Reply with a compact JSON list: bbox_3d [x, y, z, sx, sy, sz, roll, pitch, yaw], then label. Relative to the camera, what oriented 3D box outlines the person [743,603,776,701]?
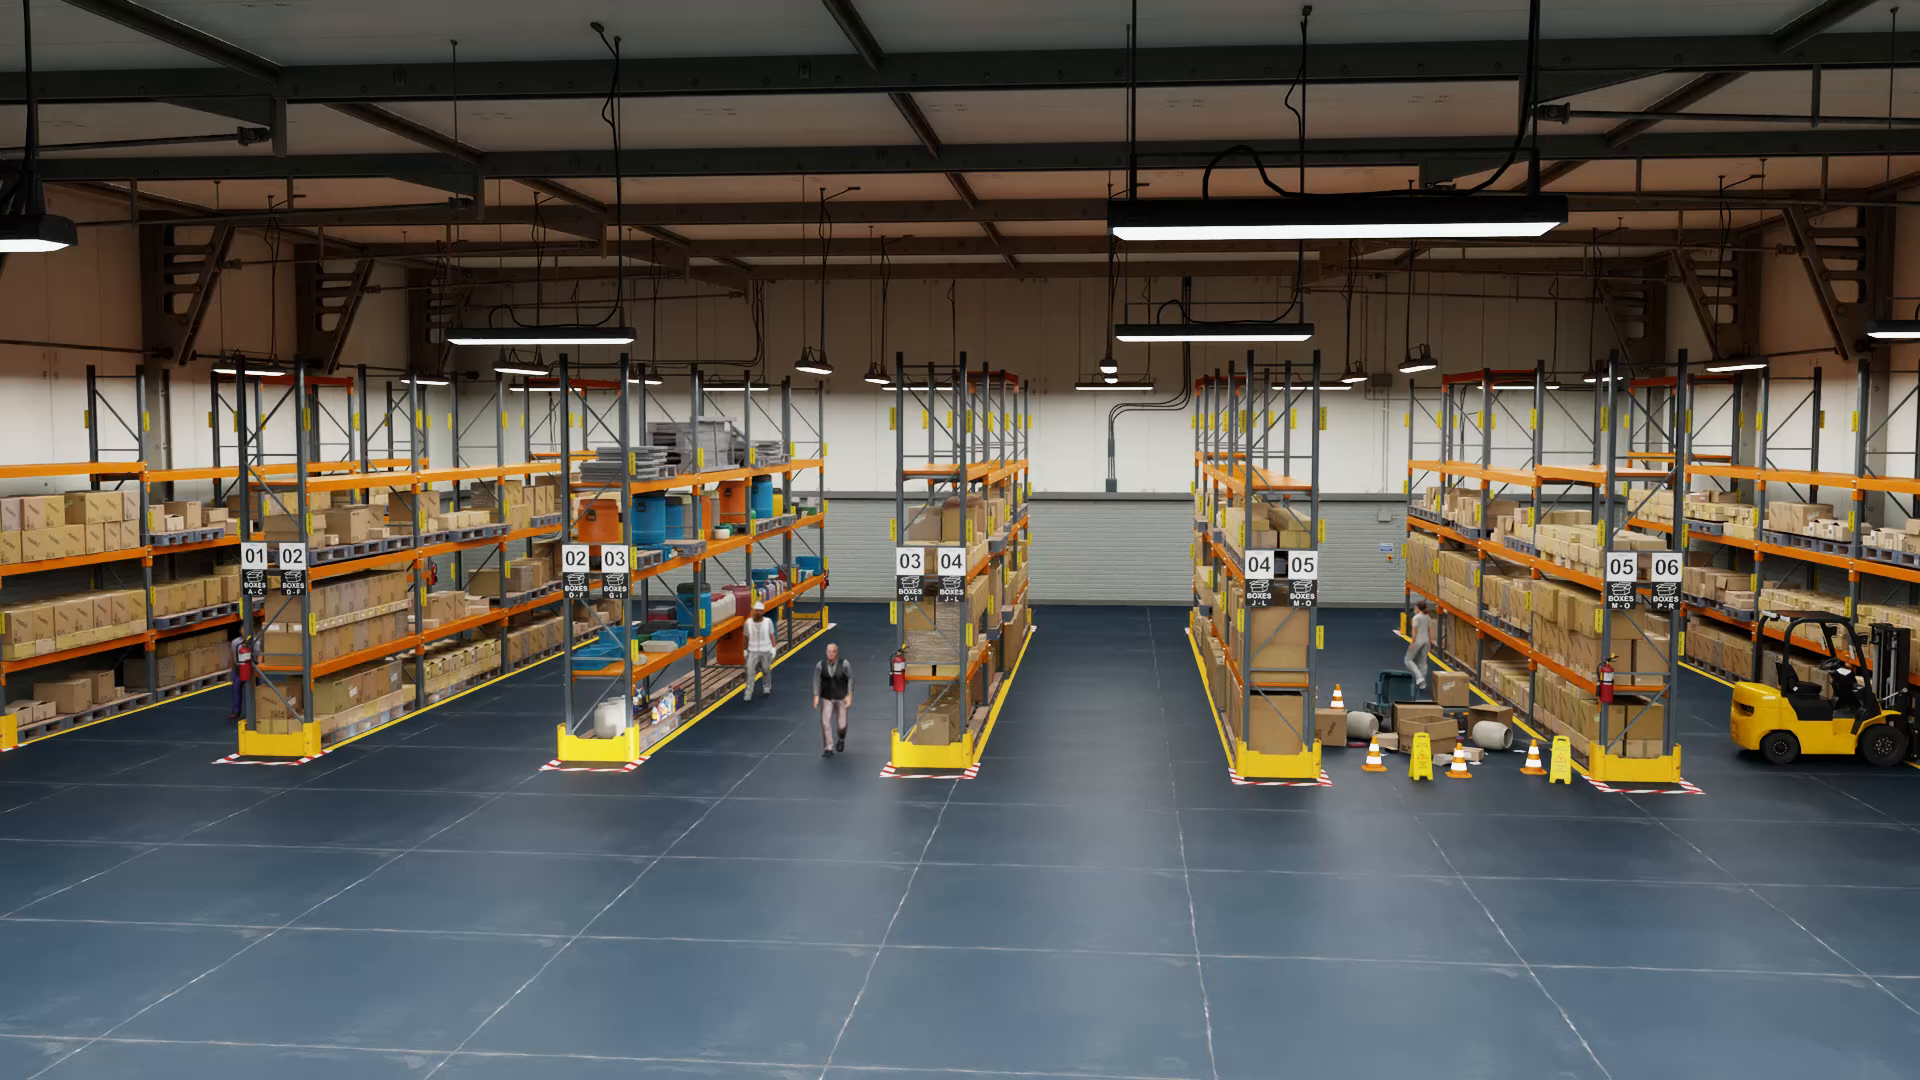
[{"bbox_3d":[-3.618,1.986,29.926,0.622,1.711,1.087,0,4,0],"label":"person"}]

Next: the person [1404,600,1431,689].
[{"bbox_3d":[8.630,1.956,31.141,0.495,1.670,0.465,-2,5,-29],"label":"person"}]

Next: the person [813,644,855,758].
[{"bbox_3d":[-1.893,2.388,24.969,0.633,1.708,0.601,0,4,4],"label":"person"}]

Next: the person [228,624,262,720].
[{"bbox_3d":[-12.076,2.197,28.124,0.537,1.580,1.069,-1,4,-10],"label":"person"}]
